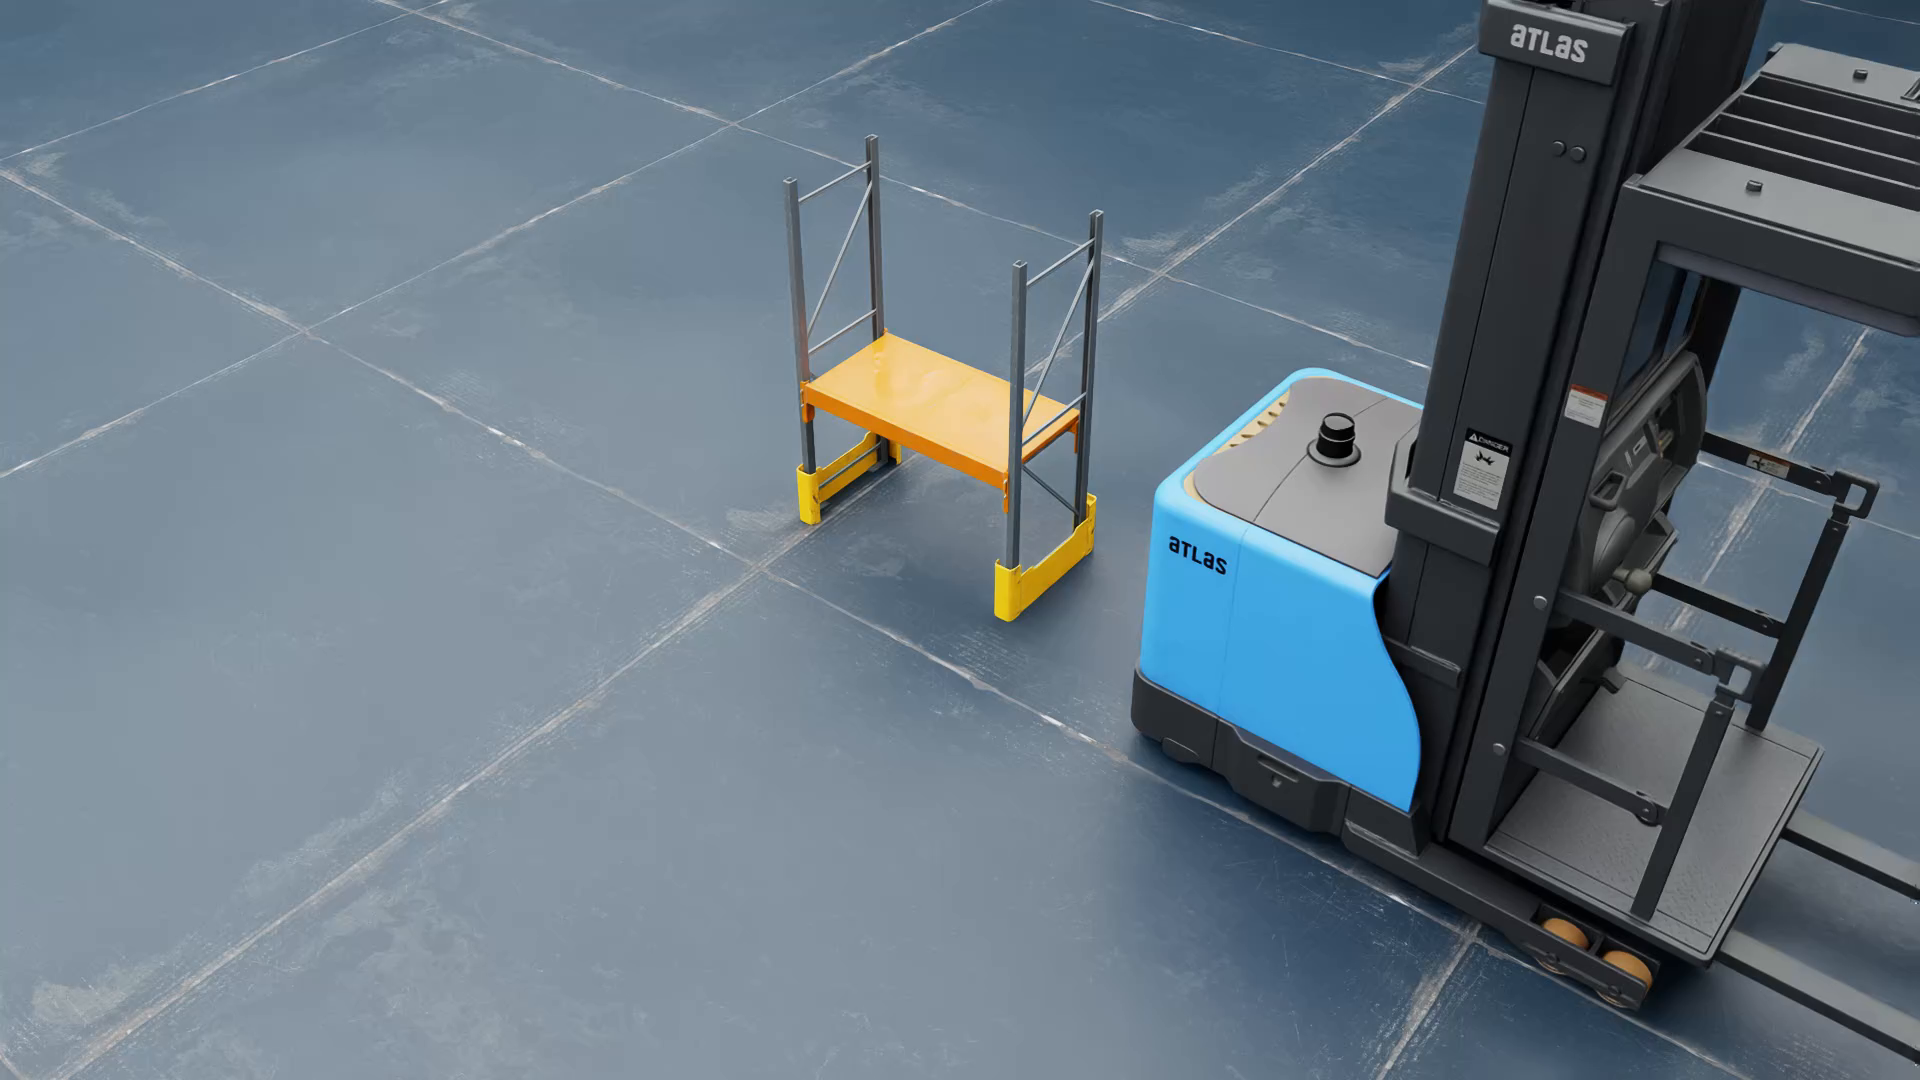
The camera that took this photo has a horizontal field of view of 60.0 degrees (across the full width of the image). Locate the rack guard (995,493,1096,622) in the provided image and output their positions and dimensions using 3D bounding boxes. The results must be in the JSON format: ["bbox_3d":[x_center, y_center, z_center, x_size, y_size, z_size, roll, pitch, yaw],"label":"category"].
[{"bbox_3d":[0.335,0.060,6.471,0.087,0.250,0.587,25,45,29],"label":"rack guard"}]

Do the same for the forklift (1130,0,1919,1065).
[{"bbox_3d":[2.065,-0.133,4.542,3.031,2.935,1.130,26,45,30],"label":"forklift"}]

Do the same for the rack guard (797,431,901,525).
[{"bbox_3d":[-0.456,-0.313,6.948,0.087,0.250,0.587,25,45,29],"label":"rack guard"}]

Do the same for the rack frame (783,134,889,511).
[{"bbox_3d":[-0.472,-0.813,6.572,0.032,1.500,0.500,25,45,29],"label":"rack frame"}]

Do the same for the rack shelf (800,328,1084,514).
[{"bbox_3d":[-0.068,-0.481,6.439,1.000,0.185,0.538,25,45,29],"label":"rack shelf"}]

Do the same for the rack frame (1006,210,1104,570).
[{"bbox_3d":[0.336,-0.432,6.085,0.032,1.500,0.500,25,45,29],"label":"rack frame"}]

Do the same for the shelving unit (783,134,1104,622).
[{"bbox_3d":[-0.061,-0.619,6.324,1.083,1.500,0.587,25,45,29],"label":"shelving unit"}]
